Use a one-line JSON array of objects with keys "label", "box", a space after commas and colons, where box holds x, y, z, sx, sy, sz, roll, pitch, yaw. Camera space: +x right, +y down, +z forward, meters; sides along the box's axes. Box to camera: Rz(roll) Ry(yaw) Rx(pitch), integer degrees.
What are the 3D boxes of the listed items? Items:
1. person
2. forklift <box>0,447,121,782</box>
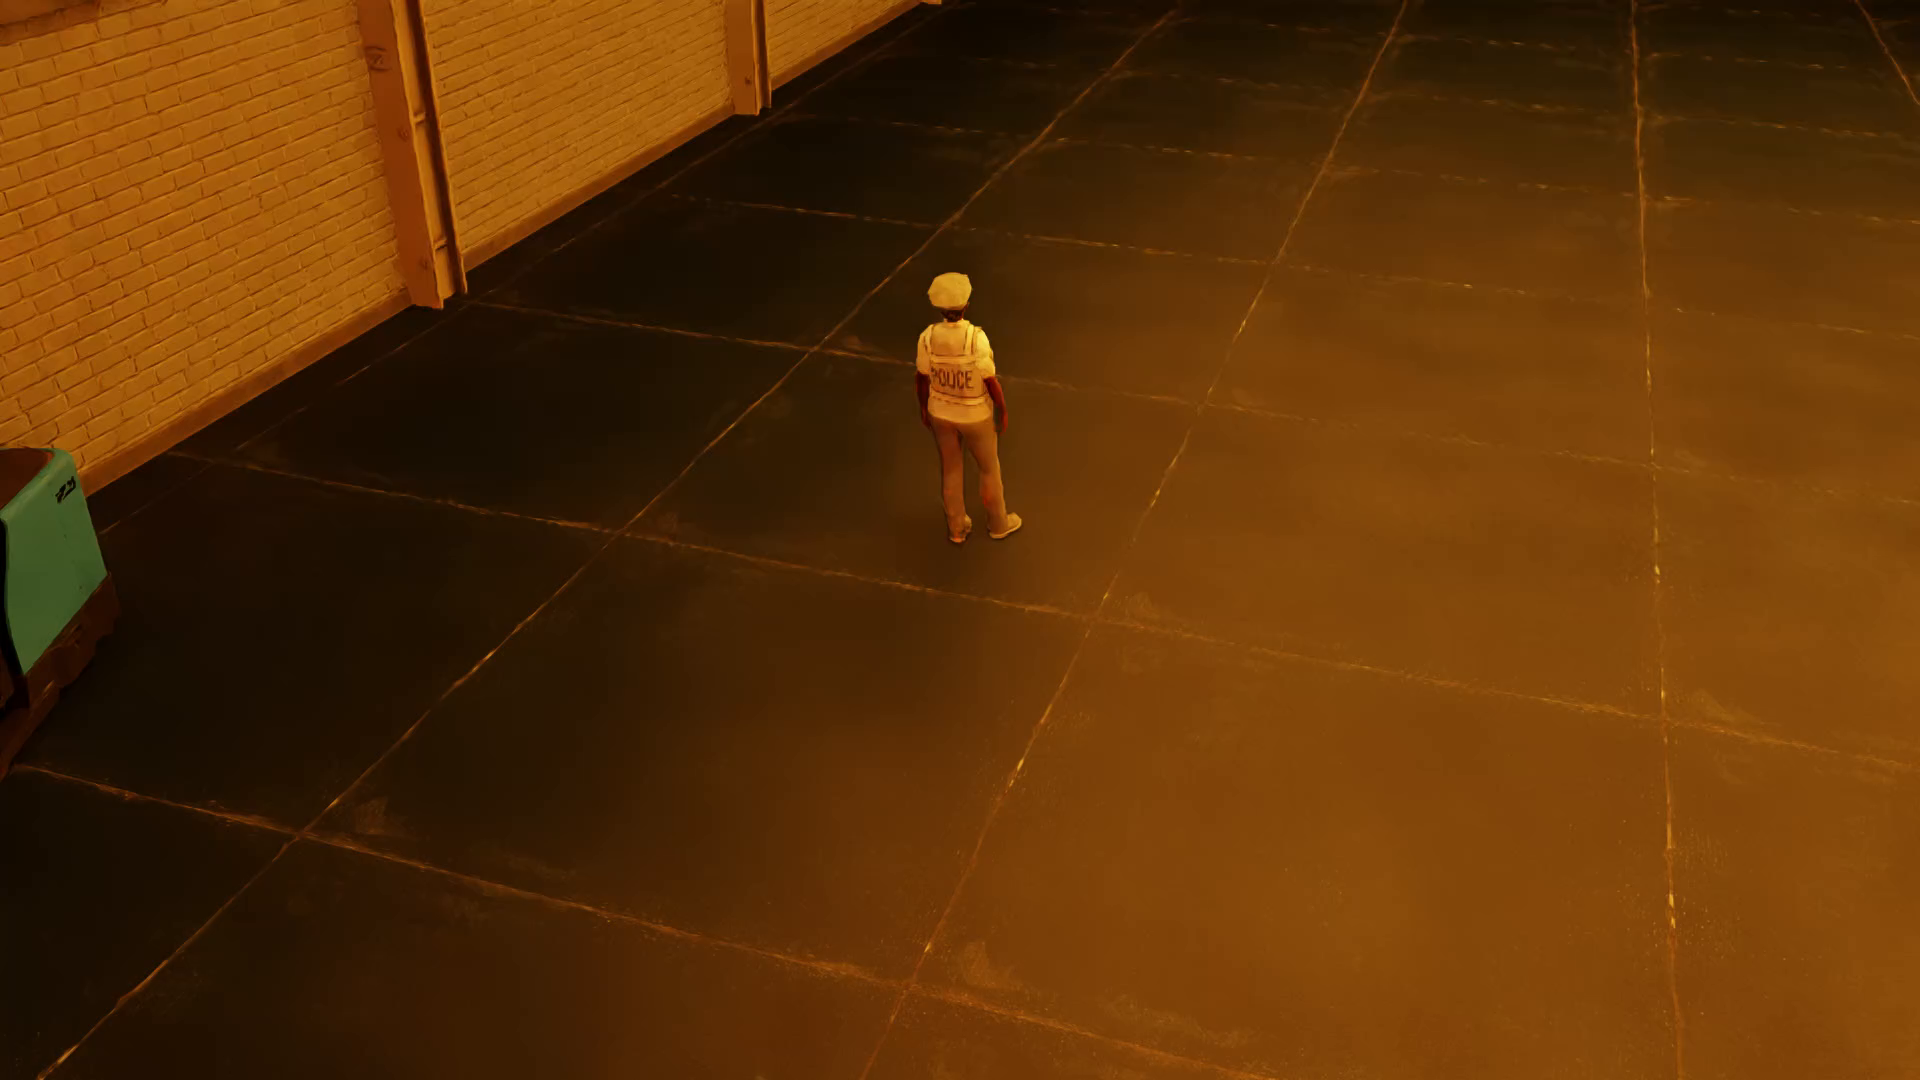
[{"label": "person", "box": [0.043, -0.775, 9.729, 0.570, 1.695, 0.529, 10, 31, 16]}, {"label": "forklift", "box": [-5.163, -0.098, 7.309, 1.130, 2.935, 3.031, -1, 30, -1]}]
